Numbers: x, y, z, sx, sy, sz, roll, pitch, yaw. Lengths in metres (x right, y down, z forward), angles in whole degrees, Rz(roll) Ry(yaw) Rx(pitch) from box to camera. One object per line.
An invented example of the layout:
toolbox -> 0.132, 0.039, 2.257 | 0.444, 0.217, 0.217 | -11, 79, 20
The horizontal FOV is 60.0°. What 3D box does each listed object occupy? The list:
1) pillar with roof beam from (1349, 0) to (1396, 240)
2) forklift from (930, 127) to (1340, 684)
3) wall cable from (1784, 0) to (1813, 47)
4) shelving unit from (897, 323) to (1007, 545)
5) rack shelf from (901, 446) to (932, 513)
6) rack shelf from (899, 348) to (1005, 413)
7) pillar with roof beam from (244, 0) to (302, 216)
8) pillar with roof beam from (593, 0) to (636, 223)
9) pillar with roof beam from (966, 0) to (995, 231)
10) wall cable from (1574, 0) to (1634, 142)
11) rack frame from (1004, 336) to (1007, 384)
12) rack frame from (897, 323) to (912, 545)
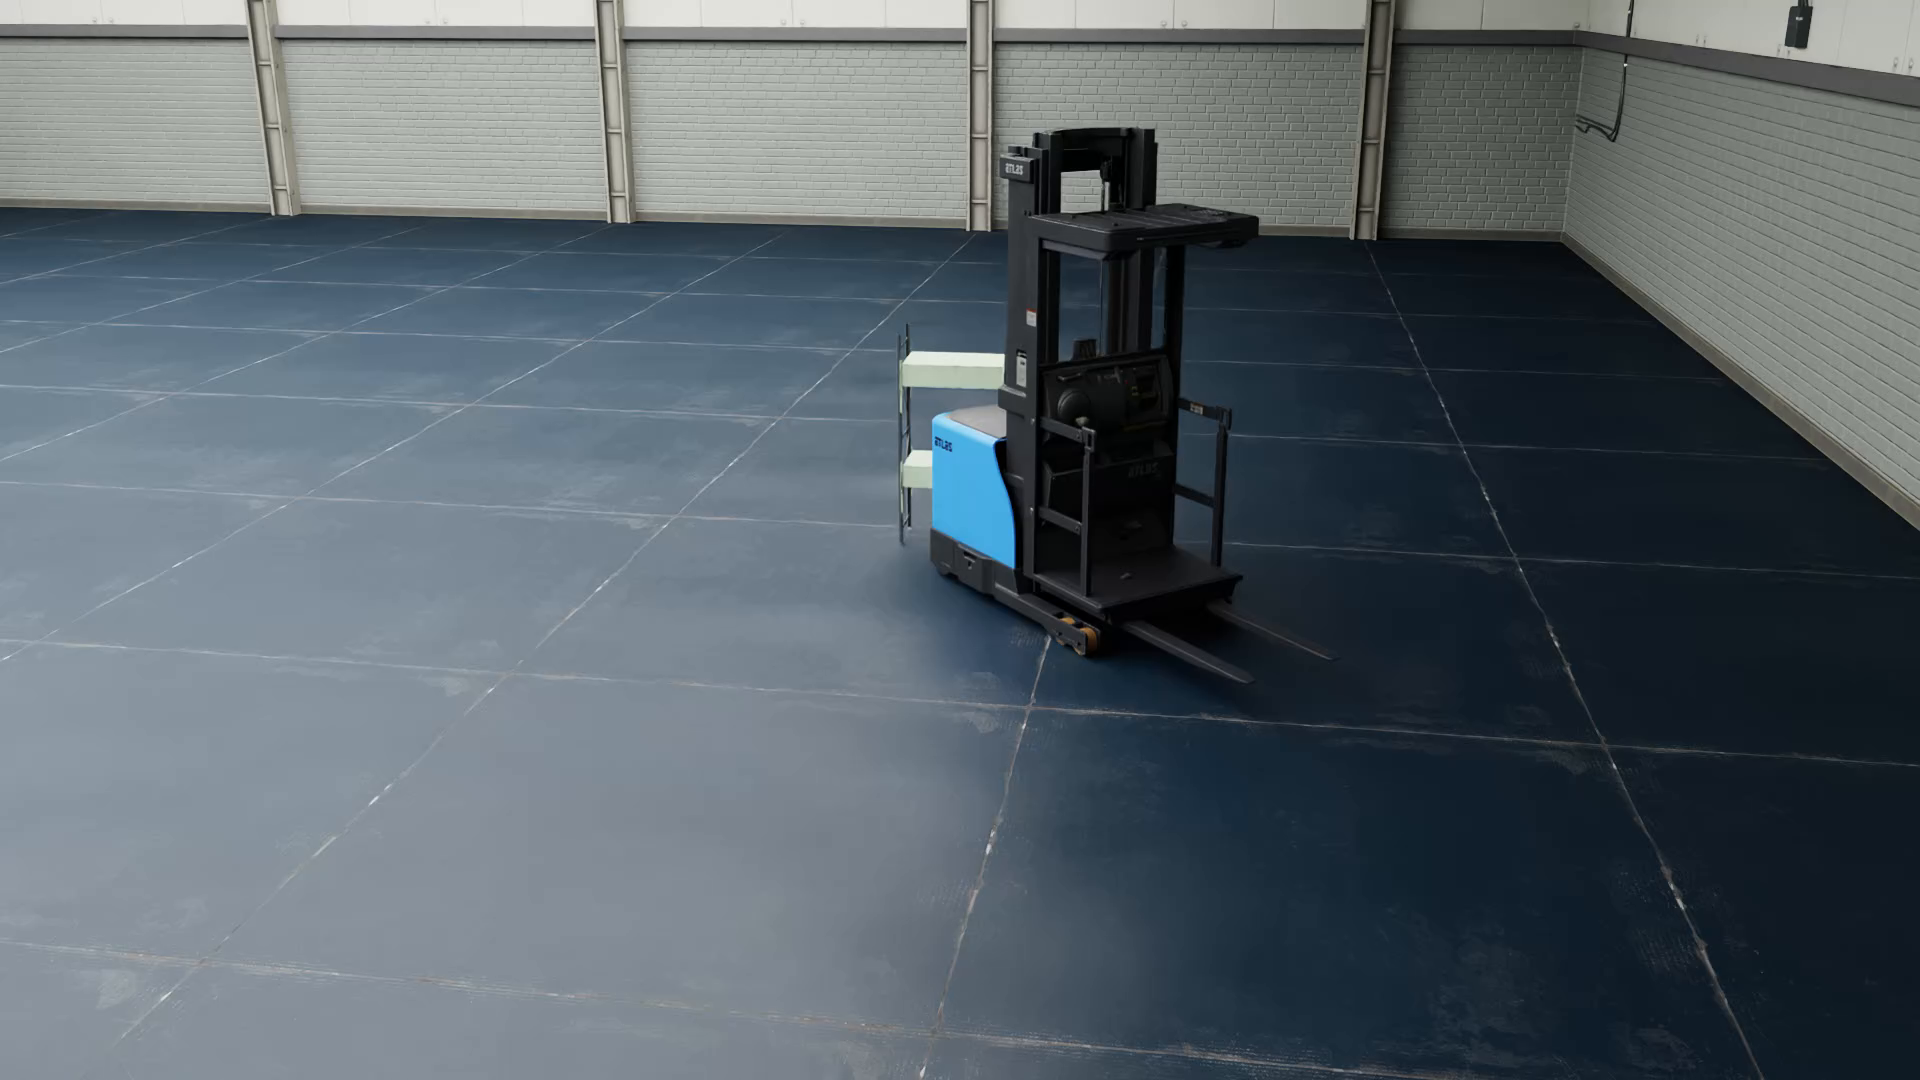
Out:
pillar with roof beam -> 5.563, -7.594, 20.316 | 0.400, 9.000, 9.100 | 3, 19, 9
forklift -> 1.009, -0.880, 9.814 | 1.130, 2.935, 3.031 | -11, 22, -30
wall cable -> 7.423, -7.019, 13.239 | 0.169, 6.003, 2.305 | 3, 19, 9
shelving unit -> -0.026, -0.723, 11.601 | 0.755, 1.500, 0.431 | 2, 19, 7
rack shelf -> -0.026, -0.414, 11.705 | 0.720, 0.370, 0.431 | 2, 19, 7
rack shelf -> -0.026, -1.093, 11.477 | 0.720, 0.370, 0.431 | 2, 19, 7
pillar with roof beam -> -12.209, -8.499, 23.023 | 0.400, 9.000, 9.100 | 3, 19, 9
pillar with roof beam -> -6.285, -8.198, 22.121 | 0.400, 9.000, 9.100 | 3, 19, 9
pillar with roof beam -> -0.361, -7.896, 21.218 | 0.400, 9.000, 9.100 | 3, 19, 9
wall cable -> 8.945, -6.907, 23.158 | 0.112, 2.526, 3.097 | 3, 19, 9
rack frame -> 0.336, -0.707, 11.554 | 0.023, 1.500, 0.400 | 2, 19, 7
rack frame -> -0.389, -0.739, 11.648 | 0.023, 1.500, 0.400 | 2, 19, 7
